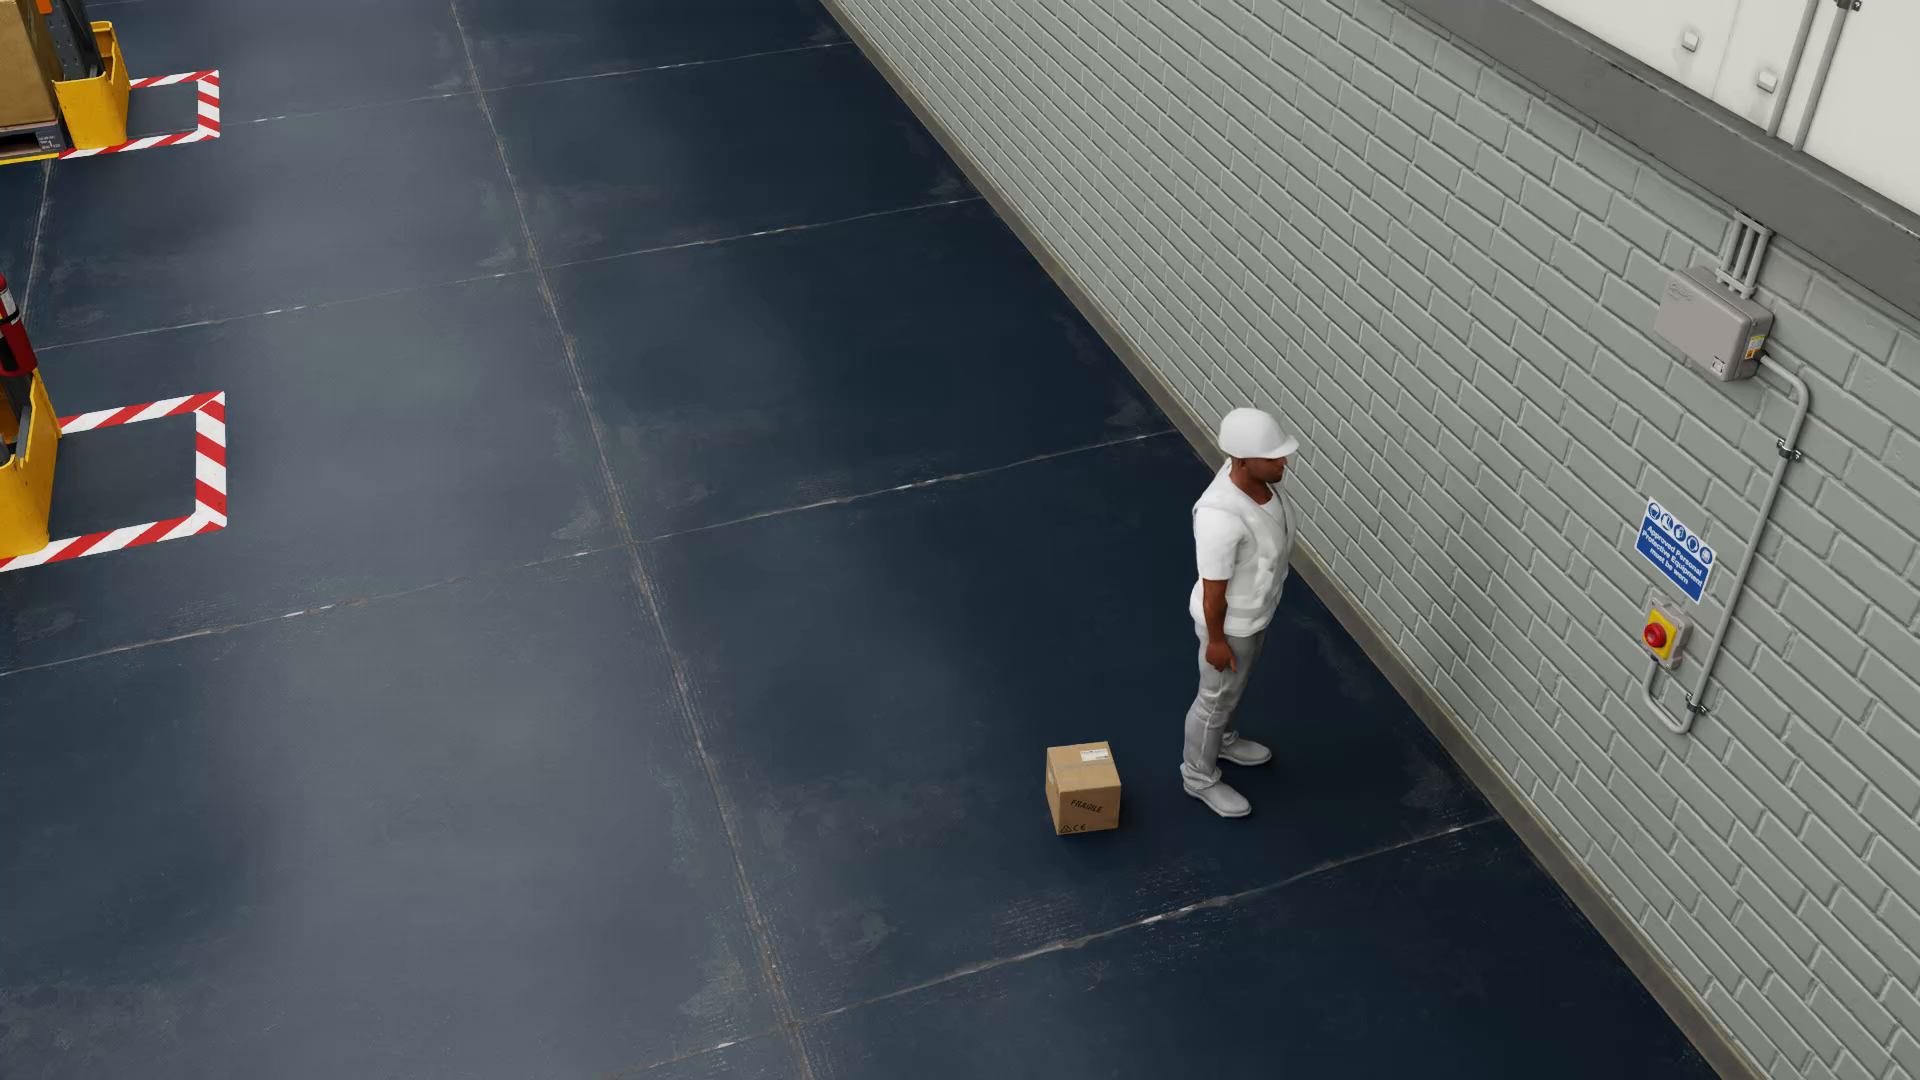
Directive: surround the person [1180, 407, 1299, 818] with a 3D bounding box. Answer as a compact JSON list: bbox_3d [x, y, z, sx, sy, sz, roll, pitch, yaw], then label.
[{"bbox_3d":[1.084,0.259,6.424,0.386,1.770,0.545,15,40,18],"label":"person"}]
